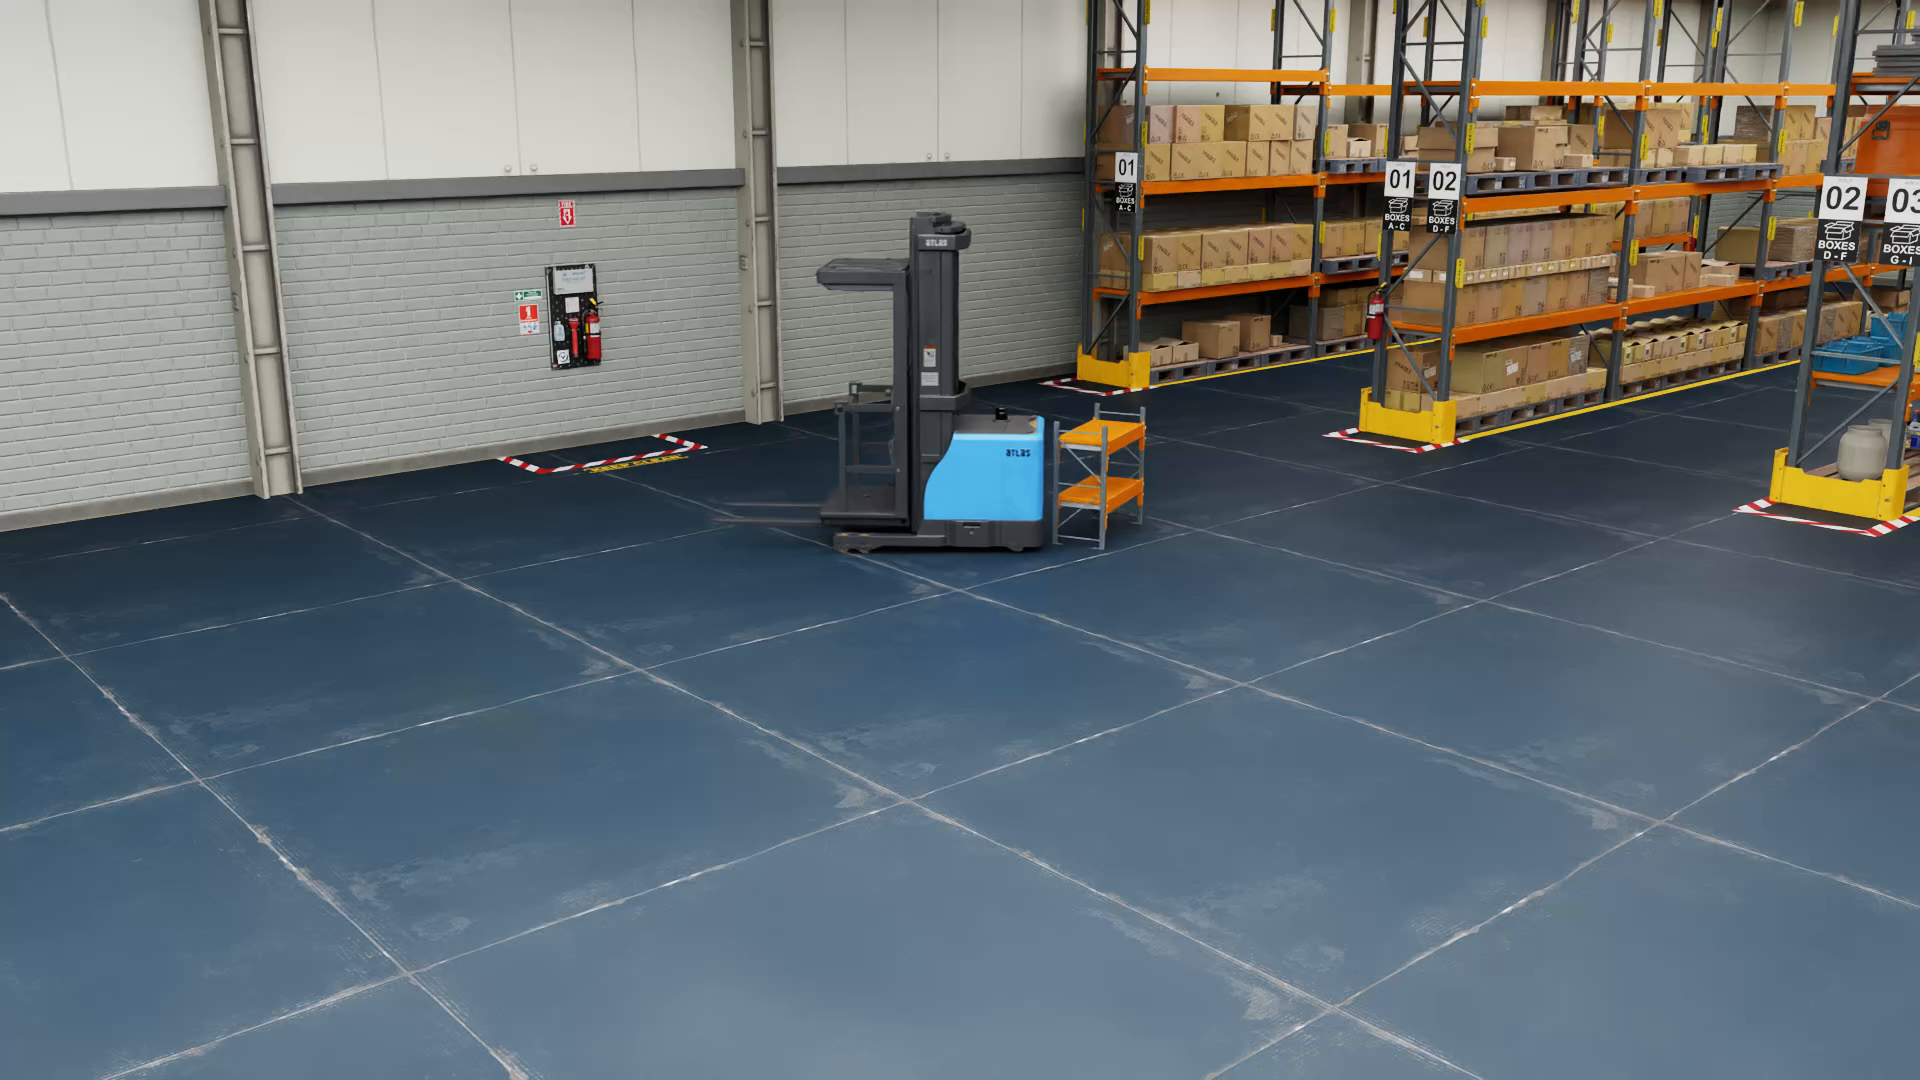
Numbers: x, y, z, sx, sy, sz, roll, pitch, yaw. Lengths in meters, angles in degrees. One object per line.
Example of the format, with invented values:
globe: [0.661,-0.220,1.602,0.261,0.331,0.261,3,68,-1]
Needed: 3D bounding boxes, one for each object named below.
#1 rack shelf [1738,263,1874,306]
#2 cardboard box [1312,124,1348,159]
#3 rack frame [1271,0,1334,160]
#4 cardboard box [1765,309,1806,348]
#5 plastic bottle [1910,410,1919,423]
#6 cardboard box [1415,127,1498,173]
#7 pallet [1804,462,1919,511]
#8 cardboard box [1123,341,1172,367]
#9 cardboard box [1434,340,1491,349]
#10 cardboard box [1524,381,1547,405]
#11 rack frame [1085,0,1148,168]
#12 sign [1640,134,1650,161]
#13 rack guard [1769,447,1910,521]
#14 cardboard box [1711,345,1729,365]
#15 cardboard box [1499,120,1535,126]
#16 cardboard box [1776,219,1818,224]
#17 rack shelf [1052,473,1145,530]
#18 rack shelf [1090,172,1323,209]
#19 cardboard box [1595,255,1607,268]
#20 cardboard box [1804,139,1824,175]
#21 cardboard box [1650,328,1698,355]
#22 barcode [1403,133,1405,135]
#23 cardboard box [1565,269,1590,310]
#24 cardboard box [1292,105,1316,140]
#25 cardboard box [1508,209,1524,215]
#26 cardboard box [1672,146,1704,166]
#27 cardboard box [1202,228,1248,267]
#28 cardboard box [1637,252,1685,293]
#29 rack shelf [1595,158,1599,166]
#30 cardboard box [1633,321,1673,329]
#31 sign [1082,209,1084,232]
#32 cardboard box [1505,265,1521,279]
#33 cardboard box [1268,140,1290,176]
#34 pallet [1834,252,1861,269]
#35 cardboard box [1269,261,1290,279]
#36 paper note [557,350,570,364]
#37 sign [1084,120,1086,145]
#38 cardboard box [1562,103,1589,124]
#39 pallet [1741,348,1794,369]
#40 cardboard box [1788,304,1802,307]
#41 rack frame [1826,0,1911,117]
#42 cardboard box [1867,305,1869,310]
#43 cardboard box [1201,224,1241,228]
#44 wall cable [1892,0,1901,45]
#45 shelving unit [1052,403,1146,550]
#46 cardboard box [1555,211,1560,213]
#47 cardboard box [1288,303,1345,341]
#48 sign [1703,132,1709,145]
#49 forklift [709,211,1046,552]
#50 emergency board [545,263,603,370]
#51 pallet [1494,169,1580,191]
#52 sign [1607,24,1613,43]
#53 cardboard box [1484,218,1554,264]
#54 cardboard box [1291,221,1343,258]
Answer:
rack shelf: [12.909,-4.055,26.013,4.000,0.370,1.077,-13,19,-39]
cardboard box: [5.593,-6.128,25.558,0.500,0.500,0.500,-9,18,-32]
rack frame: [5.128,-7.249,24.949,0.127,3.000,1.000,-13,19,-39]
cardboard box: [12.704,-3.264,25.649,0.500,0.500,0.500,-13,20,-40]
plastic bottle: [10.608,-1.266,18.459,0.185,0.351,0.144,-14,20,-42]
cardboard box: [5.801,-4.575,19.467,0.637,0.503,0.797,-11,18,-36]
pallet: [9.257,-0.555,16.920,1.213,0.211,1.003,-13,19,-39]
cardboard box: [2.692,-2.686,23.850,0.500,0.311,0.500,13,20,41]
cardboard box: [6.319,-2.267,20.984,0.500,0.500,0.500,-13,19,-39]
cardboard box: [7.048,-1.885,21.007,0.500,0.250,0.500,-13,19,-39]
rack frame: [2.111,-6.571,22.412,0.127,3.000,1.000,-13,19,-39]
sign: [8.748,-5.016,21.248,0.005,0.325,0.100,-13,19,-39]
rack guard: [8.640,-0.558,16.371,0.348,0.500,1.175,-13,19,-39]
cardboard box: [10.777,-2.714,24.112,0.500,0.250,0.500,-13,20,-40]
cardboard box: [9.630,-7.108,29.191,0.500,0.500,0.700,-13,20,-39]
cardboard box: [13.436,-4.827,26.502,0.500,0.500,0.700,-9,17,-31]
rack shelf: [1.288,-0.369,15.398,0.538,0.278,1.000,7,16,24]
rack shelf: [3.619,-5.113,24.161,4.000,0.370,1.077,-13,19,-39]
cardboard box: [8.130,-3.619,21.535,0.250,0.149,0.380,-13,20,-41]
cardboard box: [12.484,-5.816,25.207,0.500,0.500,0.910,-13,19,-39]
cardboard box: [10.017,-2.814,23.400,0.500,0.311,0.500,-12,19,-38]
barcode: [7.465,-6.814,27.973,0.075,0.075,0.001,-13,19,-39]
cardboard box: [7.658,-3.268,21.477,0.500,0.500,0.700,-13,20,-40]
cardboard box: [4.928,-6.203,24.676,0.500,0.500,0.500,14,20,42]
cardboard box: [9.437,-5.795,28.871,0.500,0.250,0.500,-12,19,-39]
cardboard box: [9.865,-5.278,22.861,0.500,0.250,0.500,14,20,42]
cardboard box: [3.823,-4.252,24.156,0.500,0.500,0.500,-12,19,-38]
cardboard box: [9.748,-3.736,23.229,0.500,0.500,0.500,-13,19,-39]
rack shelf: [12.672,-7.146,31.771,4.000,0.370,1.077,-13,19,-39]
cardboard box: [10.035,-3.001,24.101,0.500,0.311,0.500,-13,20,-41]
sign: [1.761,-4.496,23.414,0.005,0.325,0.100,-13,19,-39]
cardboard box: [6.580,-3.270,20.230,0.250,0.149,0.380,-14,20,-41]
cardboard box: [4.519,-5.640,24.509,0.500,0.500,0.500,14,20,42]
pallet: [13.743,-4.535,26.786,1.213,0.211,1.003,-13,19,-39]
cardboard box: [4.588,-4.065,24.909,0.500,0.250,0.500,-13,19,-39]
paper note: [-4.524,-2.090,18.968,0.142,0.148,0.016,-13,19,-39]
sign: [1.761,-5.661,23.102,0.005,0.325,0.100,-13,19,-39]
cardboard box: [11.537,-7.859,30.878,0.500,0.500,0.500,-13,20,-40]
pallet: [11.988,-2.836,25.458,1.213,0.211,1.003,-13,19,-39]
cardboard box: [13.116,-3.536,26.668,0.500,0.500,0.500,-12,19,-39]
rack frame: [14.418,-7.640,26.415,0.127,3.000,1.000,-13,19,-39]
cardboard box: [15.227,-3.934,28.523,0.500,0.311,0.500,-13,19,-39]
cardboard box: [3.864,-4.440,24.860,0.500,0.500,0.500,-12,19,-38]
wall cable: [20.458,-10.583,33.663,0.112,2.526,3.097,-13,19,-39]
shelving unit: [1.288,-0.605,15.335,0.538,1.125,1.048,7,16,24]
cardboard box: [10.602,-5.691,29.936,0.500,0.500,0.500,-12,19,-39]
cardboard box: [5.672,-3.483,26.468,0.500,0.500,0.700,-12,19,-38]
sign: [11.046,-5.869,24.595,0.005,0.325,0.100,-13,19,-39]
forklift: [-0.739,-1.441,14.965,3.031,2.935,1.130,1,15,4]
emergency board: [-4.345,-2.532,18.916,0.643,1.169,0.194,-13,19,-39]
pallet: [6.836,-4.438,20.410,1.213,0.211,1.003,-13,19,-39]
sign: [11.528,-8.990,29.504,0.005,0.325,0.100,-13,19,-39]
cardboard box: [6.916,-3.730,20.694,0.500,0.500,0.700,-13,19,-39]
cardboard box: [5.534,-4.691,25.952,0.500,0.500,0.700,-13,19,-39]
